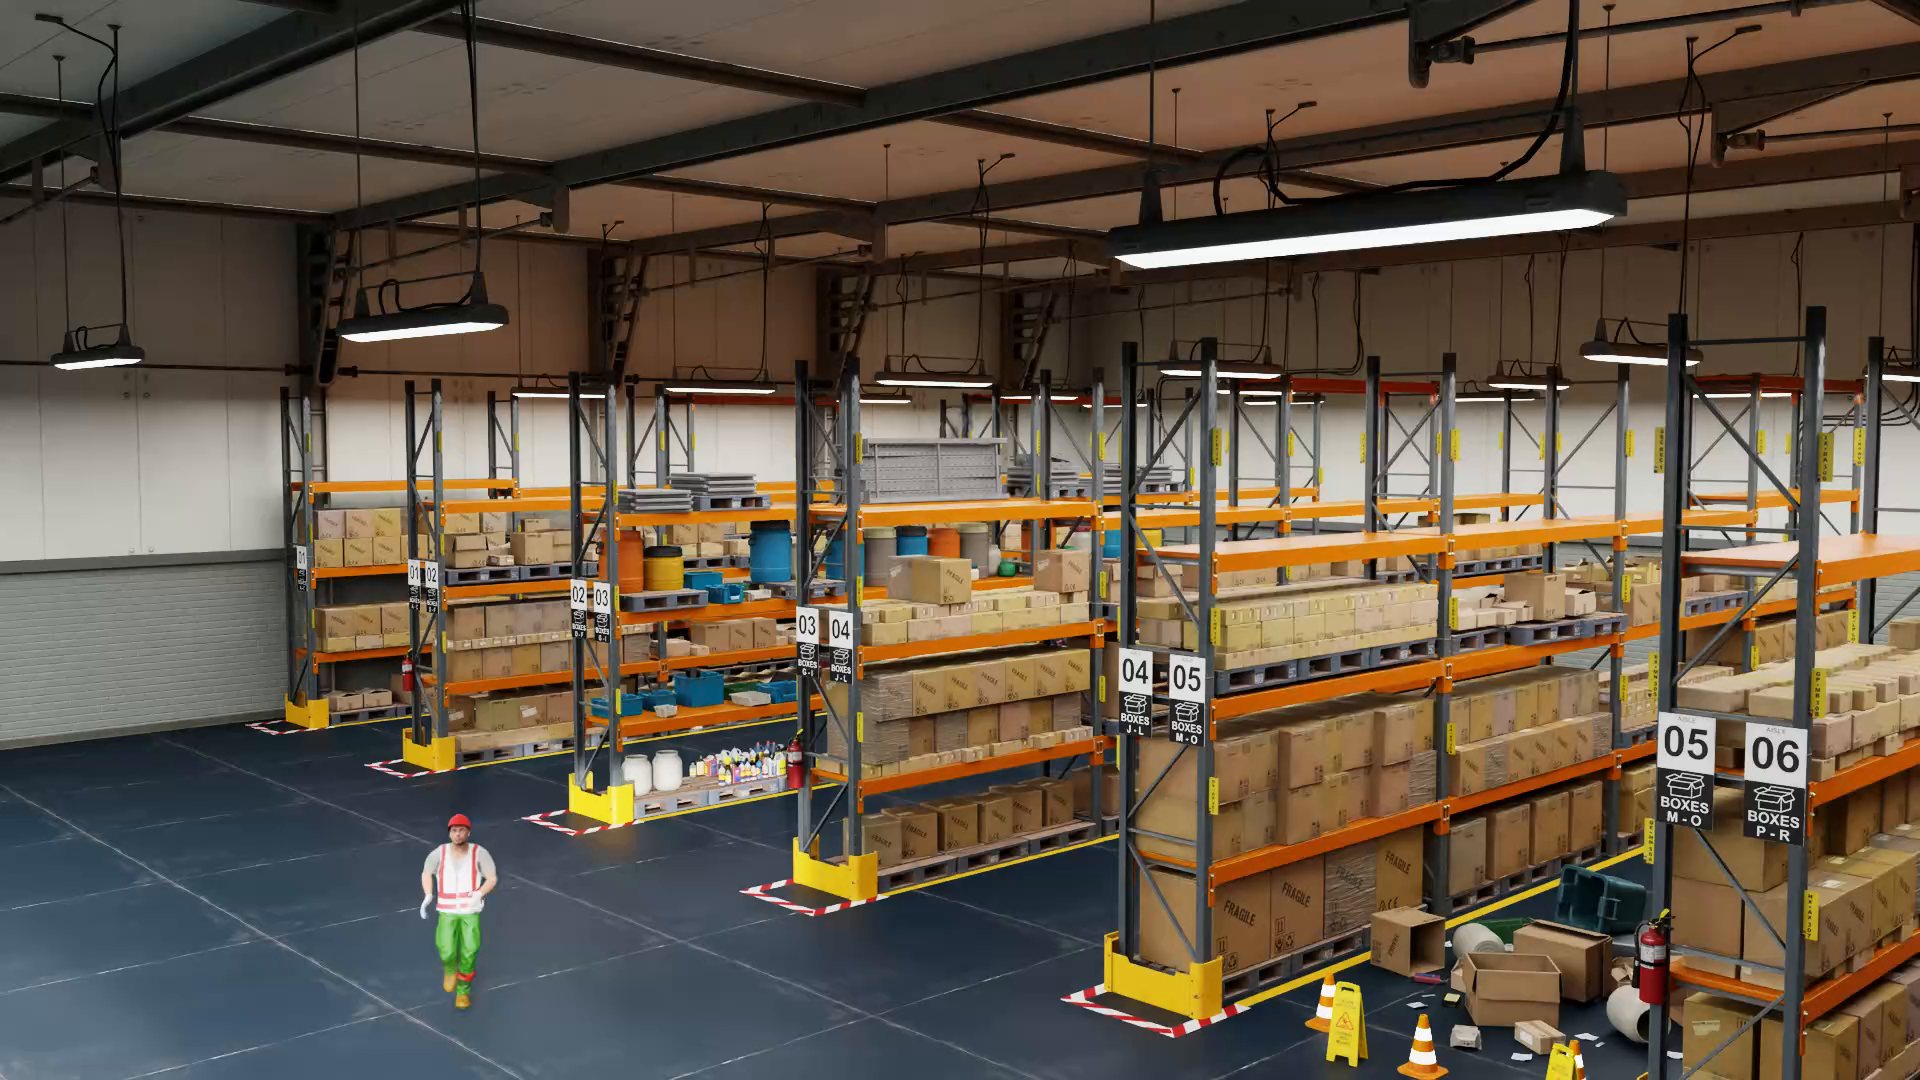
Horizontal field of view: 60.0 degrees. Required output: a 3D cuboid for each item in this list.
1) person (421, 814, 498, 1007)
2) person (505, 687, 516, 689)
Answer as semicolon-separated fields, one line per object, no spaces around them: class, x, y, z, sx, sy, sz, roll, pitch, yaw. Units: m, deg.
person;-4.500;3.339;14.945;0.666;1.737;0.580;-1;4;-13
person;-7.822;2.490;28.922;0.579;1.696;0.859;3;5;39
